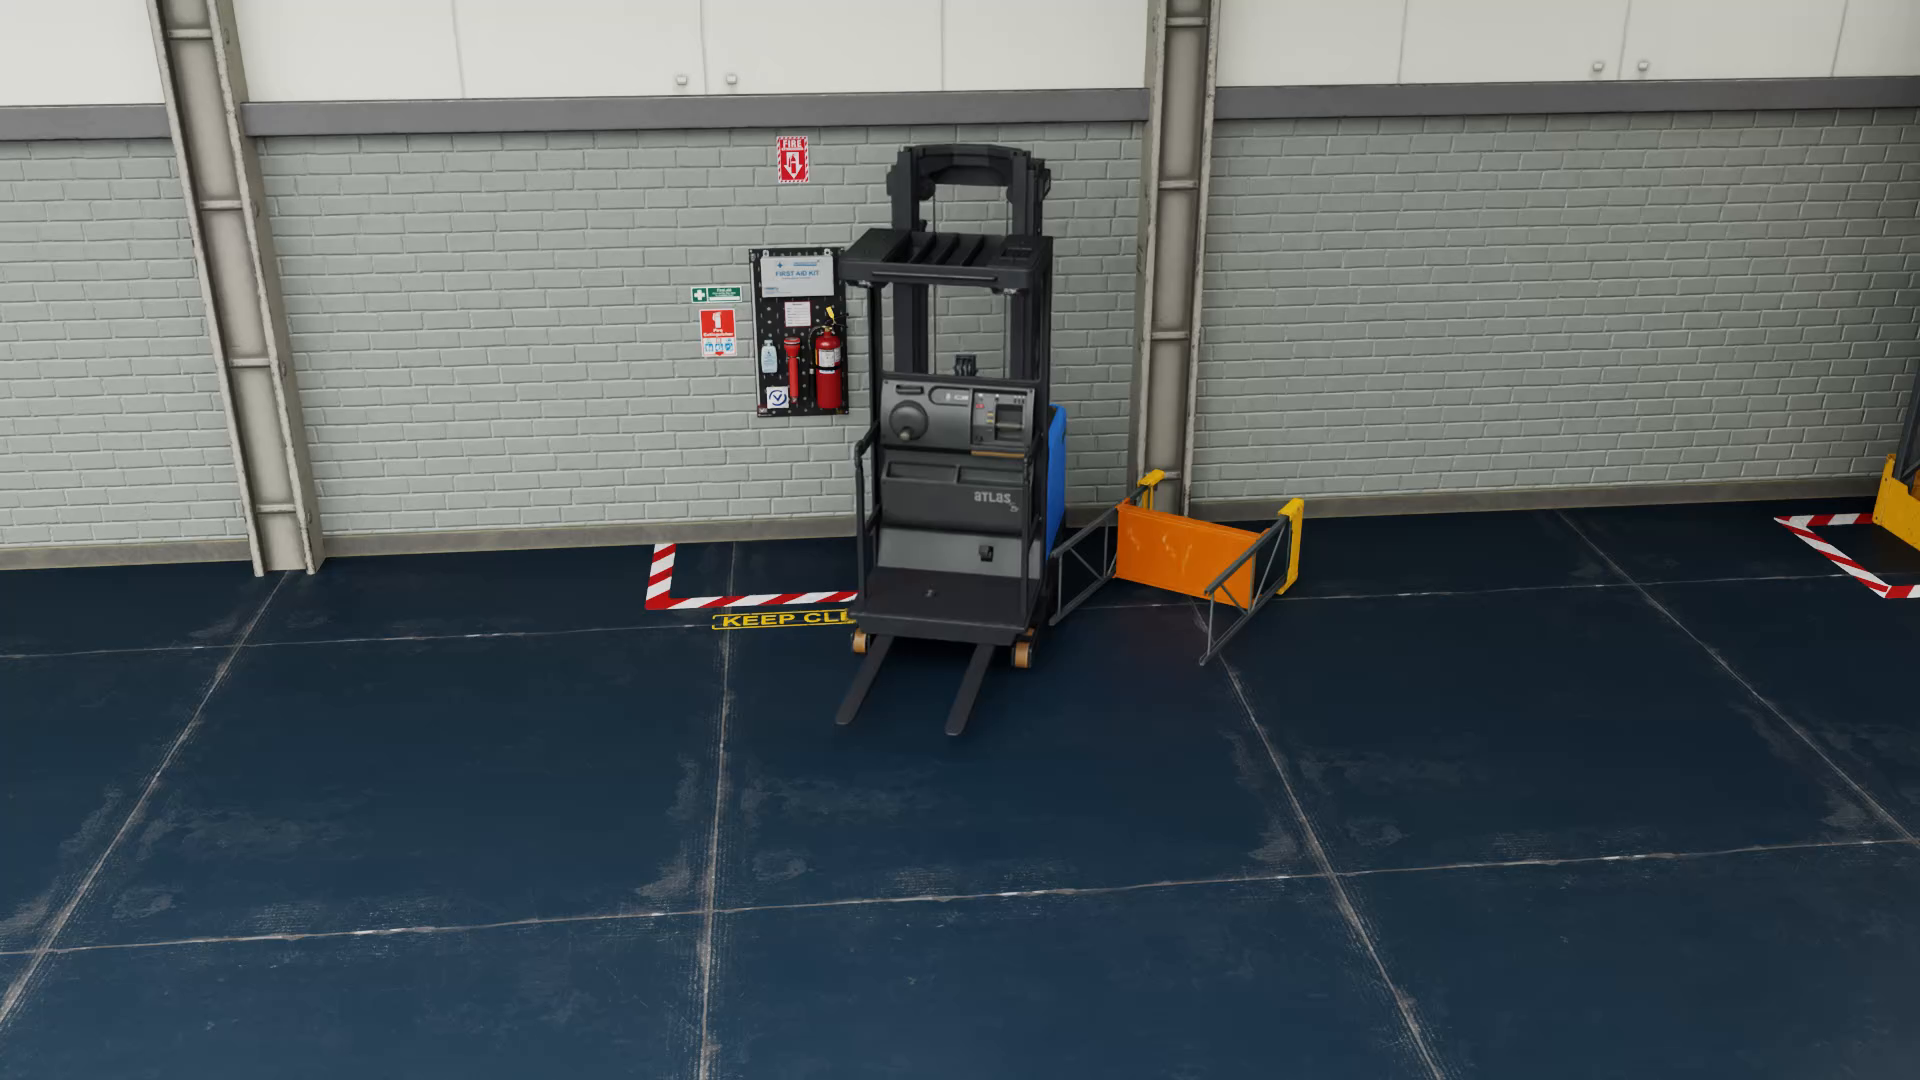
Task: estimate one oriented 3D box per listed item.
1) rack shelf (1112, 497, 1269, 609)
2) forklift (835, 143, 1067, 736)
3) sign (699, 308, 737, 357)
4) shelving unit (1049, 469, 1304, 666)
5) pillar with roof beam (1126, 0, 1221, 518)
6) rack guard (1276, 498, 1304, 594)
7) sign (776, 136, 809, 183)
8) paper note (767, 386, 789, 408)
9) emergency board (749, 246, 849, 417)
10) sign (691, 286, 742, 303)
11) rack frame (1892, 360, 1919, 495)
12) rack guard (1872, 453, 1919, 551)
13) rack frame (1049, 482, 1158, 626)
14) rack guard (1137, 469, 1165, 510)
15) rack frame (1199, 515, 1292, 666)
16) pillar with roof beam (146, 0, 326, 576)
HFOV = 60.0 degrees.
[{"bbox_3d":[1.486,0.089,10.794,1.000,0.538,0.185,14,27,28],"label":"rack shelf"},{"bbox_3d":[-0.054,-0.725,9.773,1.130,2.935,3.031,4,24,10],"label":"forklift"},{"bbox_3d":[-1.619,-1.388,11.136,0.234,0.329,0.001,-2,24,-5],"label":"sign"},{"bbox_3d":[1.401,0.154,10.649,1.083,0.587,1.500,14,27,28],"label":"shelving unit"},{"bbox_3d":[1.827,-2.437,6.153,0.400,9.000,9.100,-2,24,-5],"label":"pillar with roof beam"},{"bbox_3d":[2.150,0.040,10.904,0.087,0.587,0.250,14,27,28],"label":"rack guard"},{"bbox_3d":[-1.077,-2.452,10.719,0.199,0.298,0.001,-2,24,-5],"label":"sign"},{"bbox_3d":[-1.242,-0.971,11.325,0.142,0.148,0.016,-2,24,-5],"label":"paper note"},{"bbox_3d":[-1.059,-1.352,11.100,0.643,1.169,0.194,-2,24,-5],"label":"emergency board"},{"bbox_3d":[-1.614,-1.627,11.021,0.331,0.109,0.001,-2,24,-5],"label":"sign"},{"bbox_3d":[6.763,-1.298,10.976,0.127,3.000,1.000,-2,24,-5],"label":"rack frame"},{"bbox_3d":[6.839,-0.158,11.491,0.348,0.500,1.175,-2,24,-5],"label":"rack guard"},{"bbox_3d":[0.957,0.046,10.892,0.032,0.500,1.500,14,27,28],"label":"rack frame"},{"bbox_3d":[1.296,-0.168,11.373,0.087,0.587,0.250,14,27,28],"label":"rack guard"},{"bbox_3d":[1.829,0.258,10.414,0.032,0.500,1.500,14,27,28],"label":"rack frame"},{"bbox_3d":[-4.144,-2.197,5.615,0.400,9.000,9.100,-2,24,-5],"label":"pillar with roof beam"}]
